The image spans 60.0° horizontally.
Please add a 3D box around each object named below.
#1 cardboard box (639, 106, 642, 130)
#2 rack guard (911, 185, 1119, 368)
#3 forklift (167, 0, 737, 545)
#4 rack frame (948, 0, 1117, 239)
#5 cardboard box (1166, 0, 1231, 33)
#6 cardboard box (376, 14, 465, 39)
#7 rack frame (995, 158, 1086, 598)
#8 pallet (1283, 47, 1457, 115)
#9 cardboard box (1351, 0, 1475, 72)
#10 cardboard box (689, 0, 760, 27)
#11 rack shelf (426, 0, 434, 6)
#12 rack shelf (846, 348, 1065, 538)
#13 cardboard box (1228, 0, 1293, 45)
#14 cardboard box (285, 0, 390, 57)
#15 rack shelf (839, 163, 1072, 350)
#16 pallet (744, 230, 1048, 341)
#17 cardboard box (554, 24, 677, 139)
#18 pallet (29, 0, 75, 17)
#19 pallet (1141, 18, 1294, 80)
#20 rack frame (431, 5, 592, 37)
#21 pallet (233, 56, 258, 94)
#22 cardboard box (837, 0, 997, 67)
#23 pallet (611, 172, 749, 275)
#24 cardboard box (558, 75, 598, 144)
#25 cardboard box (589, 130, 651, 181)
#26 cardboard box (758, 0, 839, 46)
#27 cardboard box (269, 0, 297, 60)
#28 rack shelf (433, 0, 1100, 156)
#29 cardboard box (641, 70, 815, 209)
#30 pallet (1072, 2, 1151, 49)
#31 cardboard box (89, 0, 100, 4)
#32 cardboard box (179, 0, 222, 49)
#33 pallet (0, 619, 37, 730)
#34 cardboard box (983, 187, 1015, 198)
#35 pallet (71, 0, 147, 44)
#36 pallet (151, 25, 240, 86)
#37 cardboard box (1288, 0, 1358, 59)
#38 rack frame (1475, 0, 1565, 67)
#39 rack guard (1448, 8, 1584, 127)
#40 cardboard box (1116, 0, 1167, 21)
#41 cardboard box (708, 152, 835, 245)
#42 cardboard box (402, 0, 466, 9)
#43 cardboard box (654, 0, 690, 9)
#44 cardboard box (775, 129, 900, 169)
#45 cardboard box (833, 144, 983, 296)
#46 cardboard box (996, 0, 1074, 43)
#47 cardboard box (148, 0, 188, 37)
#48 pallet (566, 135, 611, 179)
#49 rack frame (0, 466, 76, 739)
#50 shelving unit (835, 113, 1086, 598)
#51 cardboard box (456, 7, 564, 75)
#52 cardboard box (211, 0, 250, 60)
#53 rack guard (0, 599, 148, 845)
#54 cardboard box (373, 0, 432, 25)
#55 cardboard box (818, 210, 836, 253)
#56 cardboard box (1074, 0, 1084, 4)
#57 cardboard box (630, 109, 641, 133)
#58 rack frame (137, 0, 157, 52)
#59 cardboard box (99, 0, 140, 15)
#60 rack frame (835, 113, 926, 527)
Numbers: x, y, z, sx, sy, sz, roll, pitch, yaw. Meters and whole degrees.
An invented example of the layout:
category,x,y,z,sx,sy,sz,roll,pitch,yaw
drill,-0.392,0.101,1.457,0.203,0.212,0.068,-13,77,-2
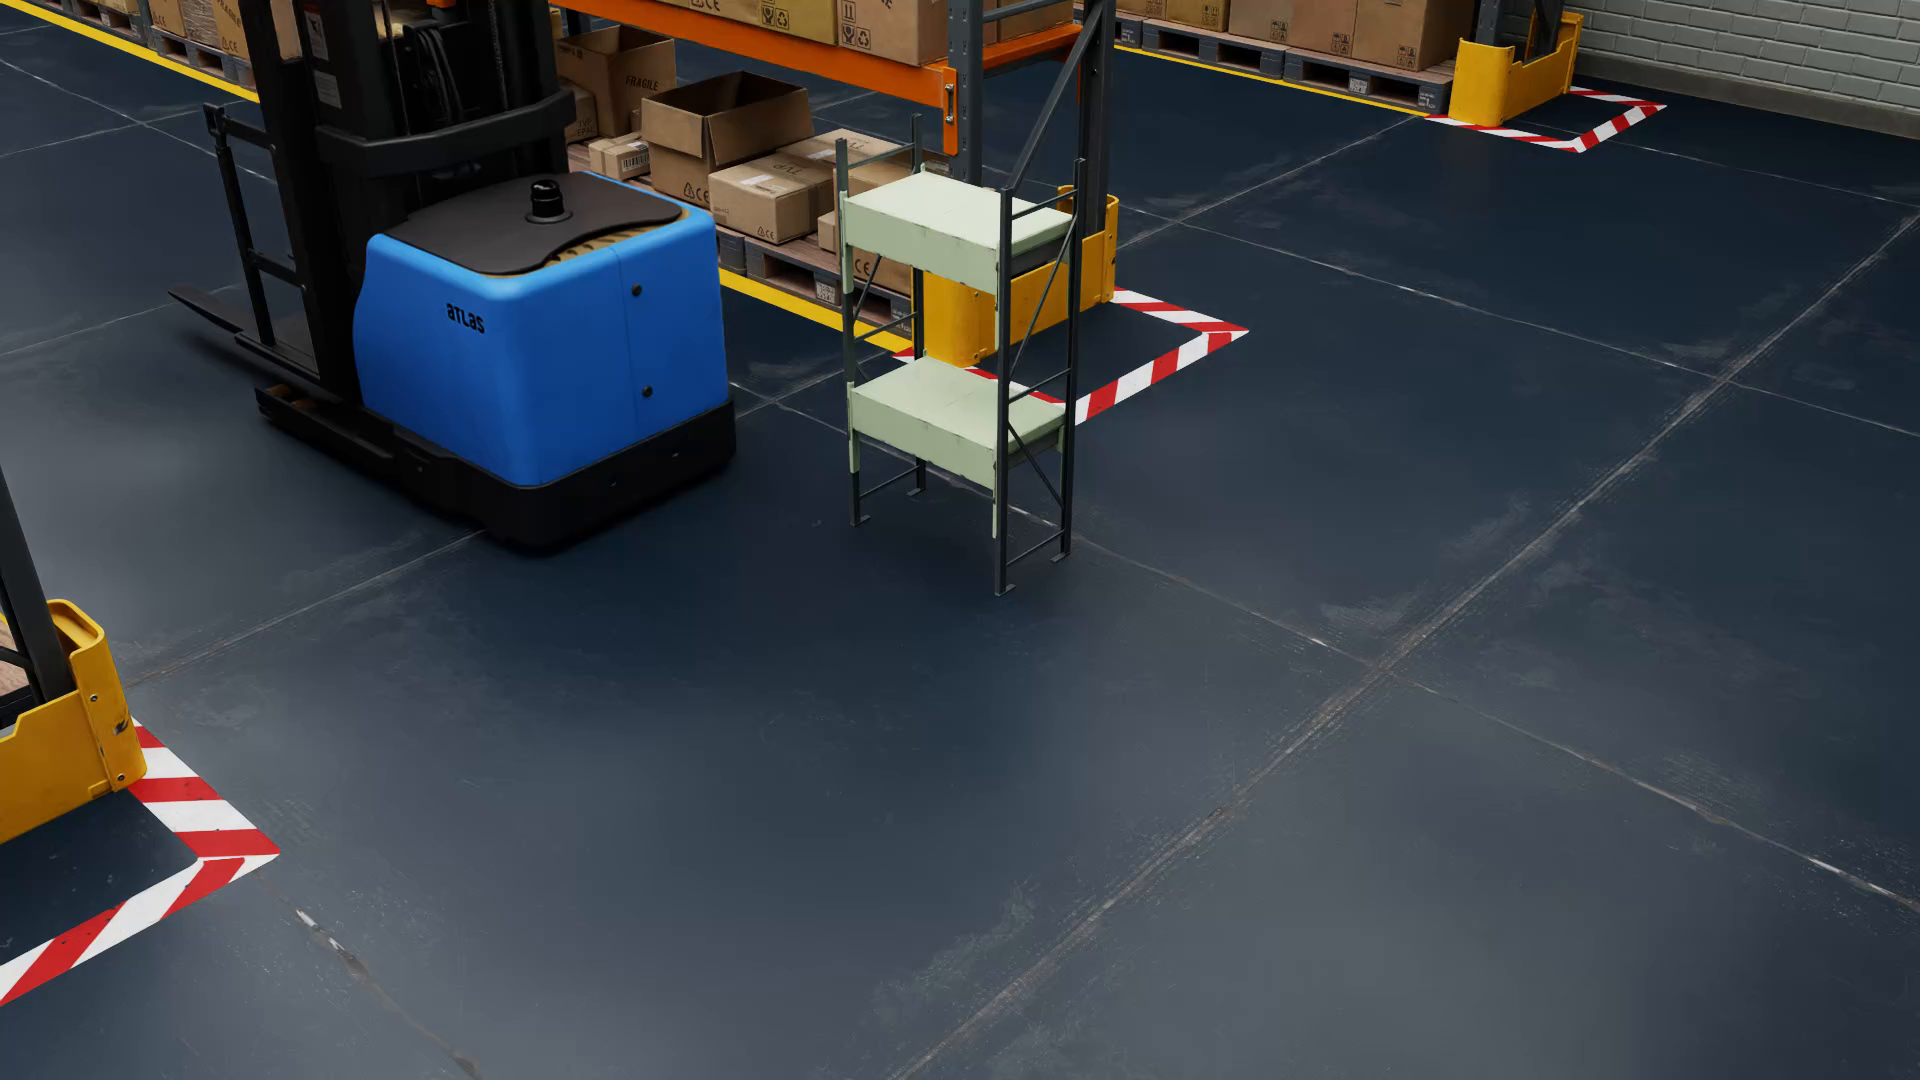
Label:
category,x,y,z,sx,sy,sz,roll,pitch,yaw
cardboard box,-1.470,-2.379,9.474,0.500,0.311,0.500,25,39,35
rack guard,0.271,-1.262,7.861,0.348,0.500,1.175,25,39,35
forklift,-2.346,-1.865,6.507,3.031,2.935,1.130,24,38,34
rack frame,0.327,-2.306,7.173,0.127,3.000,1.000,25,39,35
cardboard box,1.918,-4.044,12.075,0.500,0.500,0.700,26,40,36
cardboard box,-3.197,-2.870,10.105,0.500,0.500,0.500,25,39,35
rack frame,0.266,-0.518,5.657,0.023,1.500,0.400,25,39,35
pallet,3.003,-3.254,11.451,1.213,0.211,1.003,25,39,35
cardboard box,3.062,-3.515,11.197,0.500,0.500,0.700,25,39,35
cardboard box,-0.941,-2.753,7.818,0.500,0.500,0.500,25,39,35
rack shelf,-4.121,-4.075,10.808,4.000,0.370,1.077,25,39,35
rack shelf,-0.005,-0.366,6.035,0.720,0.370,0.431,25,39,35
cardboard box,2.318,-3.862,11.773,0.500,0.500,0.700,24,38,34
cardboard box,-3.929,-3.218,10.684,0.500,0.500,0.500,26,39,36
rack shelf,-0.005,-0.979,5.666,0.720,0.370,0.431,25,39,35
pallet,-0.321,-1.414,8.394,1.213,0.211,1.003,25,39,35
cardboard box,-2.026,-2.720,9.856,0.500,0.500,0.500,25,39,35
pallet,-7.089,-4.603,13.691,1.213,0.211,1.003,25,39,35
pallet,2.103,-3.676,12.152,1.213,0.211,1.003,25,39,35
rack frame,-2.639,-3.691,9.473,0.127,3.000,1.000,25,39,35
pallet,-4.176,-3.185,11.337,1.213,0.211,1.003,25,39,35
cardboard box,-0.188,-2.400,7.232,0.500,0.500,0.500,26,40,36
pallet,-1.221,-1.836,9.095,1.213,0.211,1.003,25,39,35
cardboard box,-2.473,-2.499,9.674,0.500,0.311,0.500,25,39,35
cardboard box,-1.824,-2.142,9.220,0.250,0.166,0.380,25,39,35
cardboard box,-0.575,-2.578,7.528,0.500,0.500,0.500,25,39,35
cardboard box,-4.308,-3.393,10.974,0.500,0.500,0.500,24,38,34
rack shelf,-1.156,-2.690,8.508,4.000,0.370,1.077,25,39,35
cardboard box,-1.242,-2.162,8.926,0.637,0.503,0.797,25,39,35
pallet,1.194,-4.099,12.854,1.213,0.211,1.003,25,39,35
cardboard box,-6.543,-4.343,12.815,0.500,0.250,0.500,25,39,35
cardboard box,-5.067,-3.747,11.563,0.500,0.500,0.500,23,38,33
pallet,-3.585,0.481,5.247,1.213,0.211,1.003,25,39,35
cardboard box,0.062,-1.644,8.393,0.250,0.166,0.380,25,39,35
pallet,-6.188,-4.180,12.989,1.213,0.211,1.003,25,39,35
pallet,-5.076,-3.608,12.038,1.213,0.211,1.003,25,39,35
cardboard box,2.691,-3.688,11.485,0.500,0.500,0.700,25,39,35
rack frame,3.648,-4.202,10.322,0.127,3.000,1.000,25,39,35
rack guard,3.666,-3.123,10.953,0.348,0.500,1.175,25,39,35
cardboard box,1.539,-4.222,12.372,0.500,0.500,0.700,25,39,35
cardboard box,-0.926,-1.751,8.490,0.500,0.250,0.500,25,39,35
cardboard box,-3.237,-3.249,10.736,0.500,0.500,0.500,26,39,36
cardboard box,-1.314,-2.928,8.108,0.500,0.500,0.500,24,39,34
cardboard box,-0.627,-1.960,8.836,0.500,0.250,0.500,25,39,35
cardboard box,-0.241,-1.518,7.860,0.500,0.500,0.500,25,39,35
cardboard box,0.175,-2.604,7.570,0.500,0.500,0.500,26,40,36
cardboard box,-5.459,-3.926,11.860,0.500,0.500,0.500,27,40,37
pallet,-2.130,-2.258,9.796,1.213,0.211,1.003,25,39,35
rack frame,-2.999,-0.414,4.029,0.127,3.000,1.000,25,39,35
shelving unit,-0.005,-0.645,5.867,0.755,1.500,0.431,25,39,35
cardboard box,-2.834,-3.069,10.437,0.500,0.500,0.500,23,38,33
cardboard box,-4.698,-3.571,11.271,0.500,0.500,0.500,24,39,34
rack guard,-2.973,0.661,4.668,0.348,0.500,1.175,25,39,35
cardboard box,-3.558,-3.044,10.395,0.500,0.500,0.500,25,39,35
cardboard box,-0.481,-1.550,8.236,0.250,0.166,0.380,25,39,35
cardboard box,1.168,-4.397,12.663,0.500,0.500,0.700,26,39,36
cardboard box,-1.707,-2.462,9.770,0.250,0.149,0.380,25,39,35
rack frame,-5.604,-5.075,11.772,0.127,3.000,1.000,25,39,35
cardboard box,-6.158,-4.166,12.521,0.500,0.250,0.500,26,40,36
rack frame,-0.276,-0.772,6.077,0.023,1.500,0.400,25,39,35
